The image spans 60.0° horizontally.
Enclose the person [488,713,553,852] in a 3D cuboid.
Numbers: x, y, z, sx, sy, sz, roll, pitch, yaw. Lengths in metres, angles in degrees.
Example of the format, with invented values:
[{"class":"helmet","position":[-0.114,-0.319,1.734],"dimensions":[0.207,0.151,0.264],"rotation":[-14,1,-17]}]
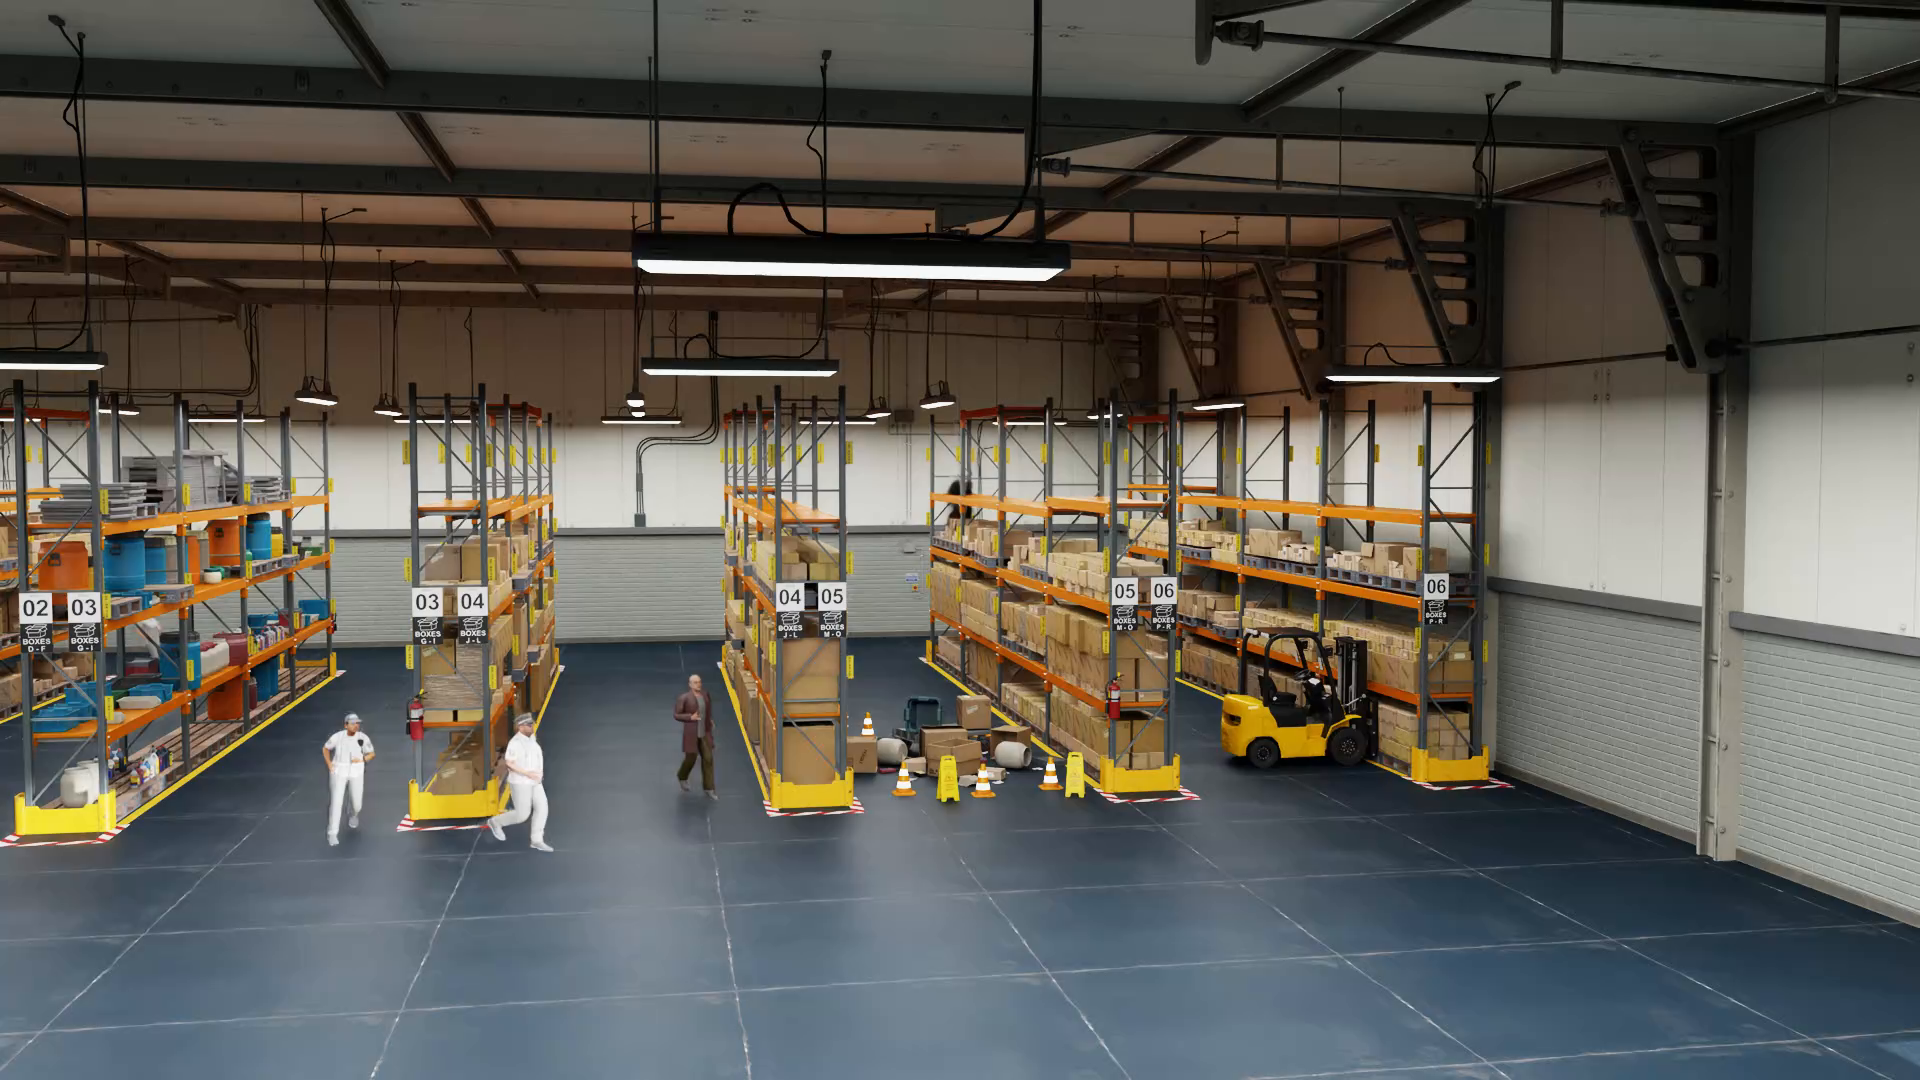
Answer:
[{"class":"person","position":[-5.568,3.069,21.147],"dimensions":[0.856,1.776,0.642],"rotation":[1,3,17]}]

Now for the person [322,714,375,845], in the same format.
[{"class":"person","position":[-8.014,3.104,21.836],"dimensions":[0.635,1.647,0.850],"rotation":[-2,3,-28]}]

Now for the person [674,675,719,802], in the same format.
[{"class":"person","position":[-3.848,2.857,24.254],"dimensions":[0.707,1.791,1.036],"rotation":[-2,4,-35]}]

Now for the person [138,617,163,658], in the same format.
[{"class":"person","position":[-18.182,2.309,37.416],"dimensions":[0.641,1.637,0.609],"rotation":[1,3,27]}]
